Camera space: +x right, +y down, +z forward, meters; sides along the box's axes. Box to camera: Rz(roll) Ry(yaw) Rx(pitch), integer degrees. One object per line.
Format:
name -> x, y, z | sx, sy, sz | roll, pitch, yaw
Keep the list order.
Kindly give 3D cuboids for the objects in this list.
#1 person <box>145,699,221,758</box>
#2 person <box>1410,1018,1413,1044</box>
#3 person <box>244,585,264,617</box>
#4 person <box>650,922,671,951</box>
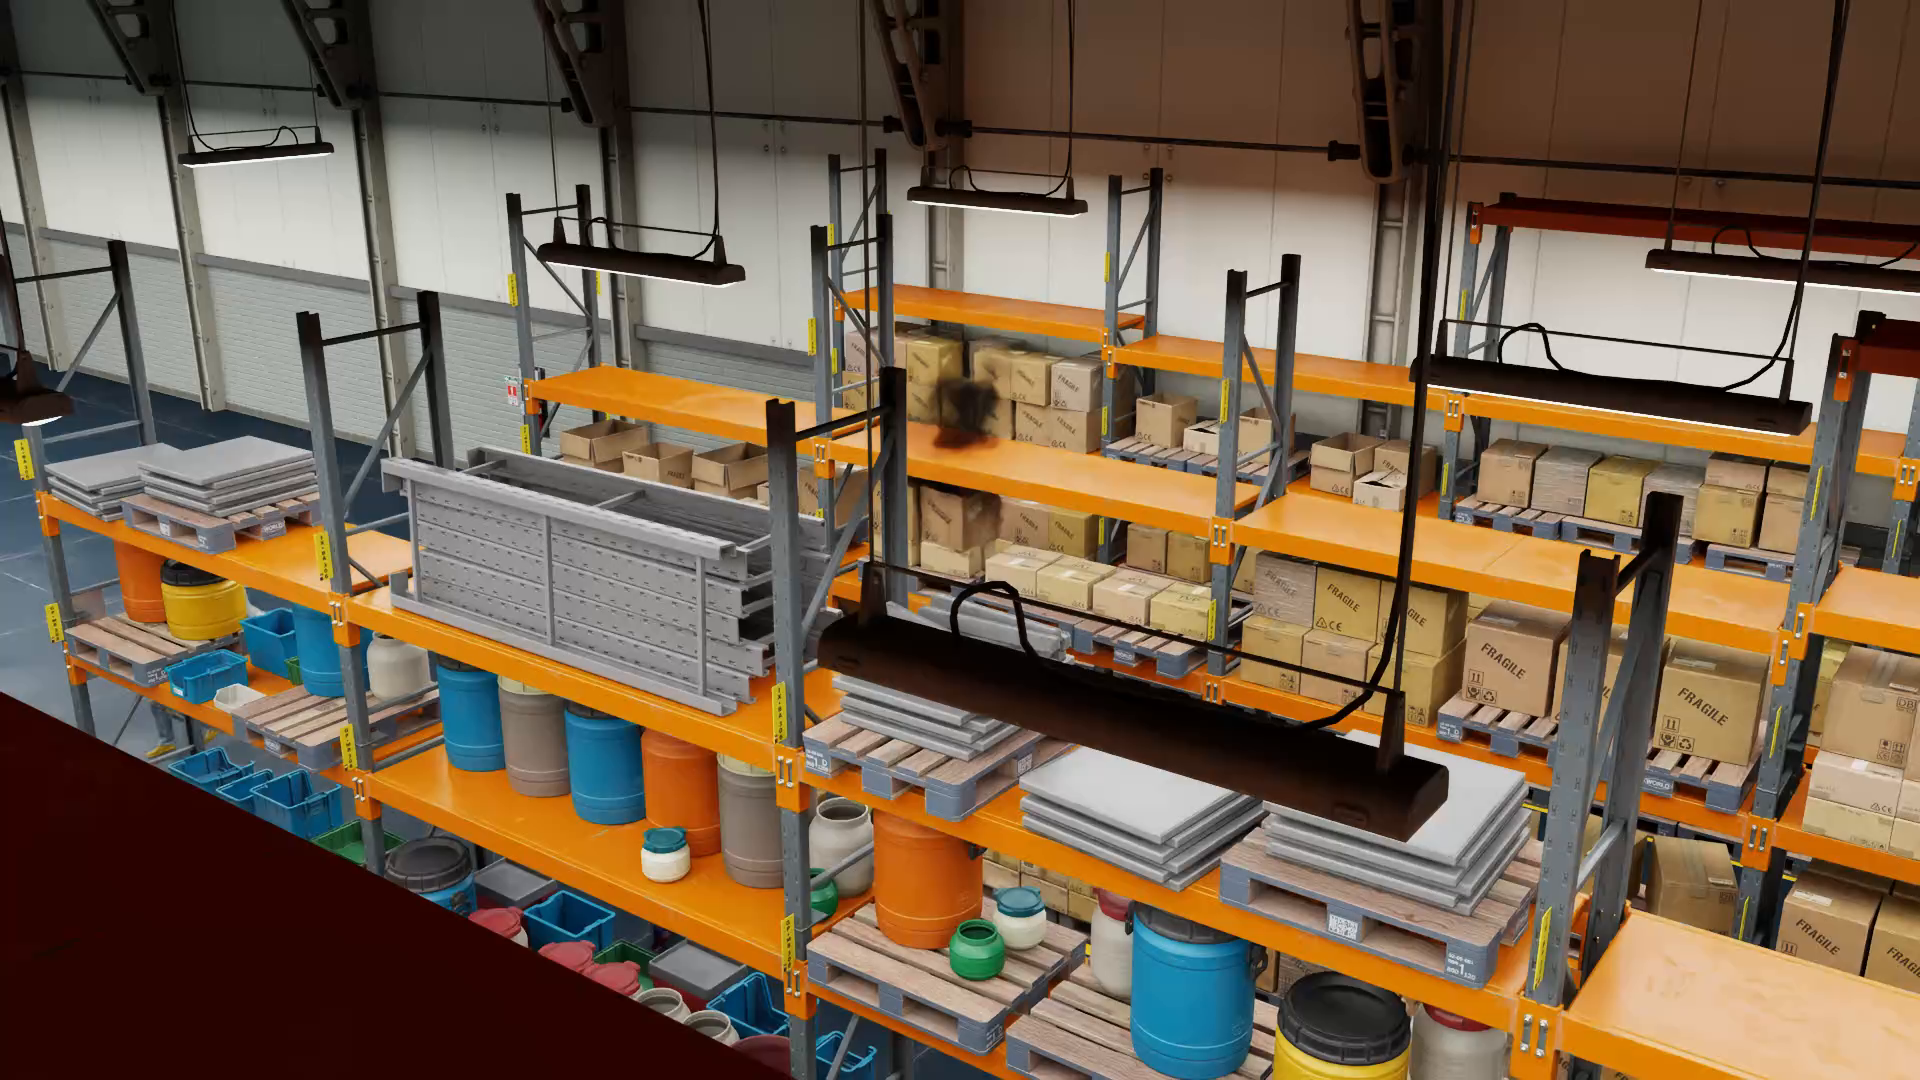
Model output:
person -> -8.448, 1.484, 17.905 | 0.847, 1.787, 0.684 | -6, 20, -18
person -> 2.820, 3.798, 10.964 | 1.049, 1.792, 0.662 | 9, 20, 24
person -> -8.998, 0.544, 20.639 | 0.836, 1.846, 0.661 | -11, 21, -29
person -> -2.499, 2.783, 14.272 | 0.717, 1.713, 0.617 | 12, 22, 31
